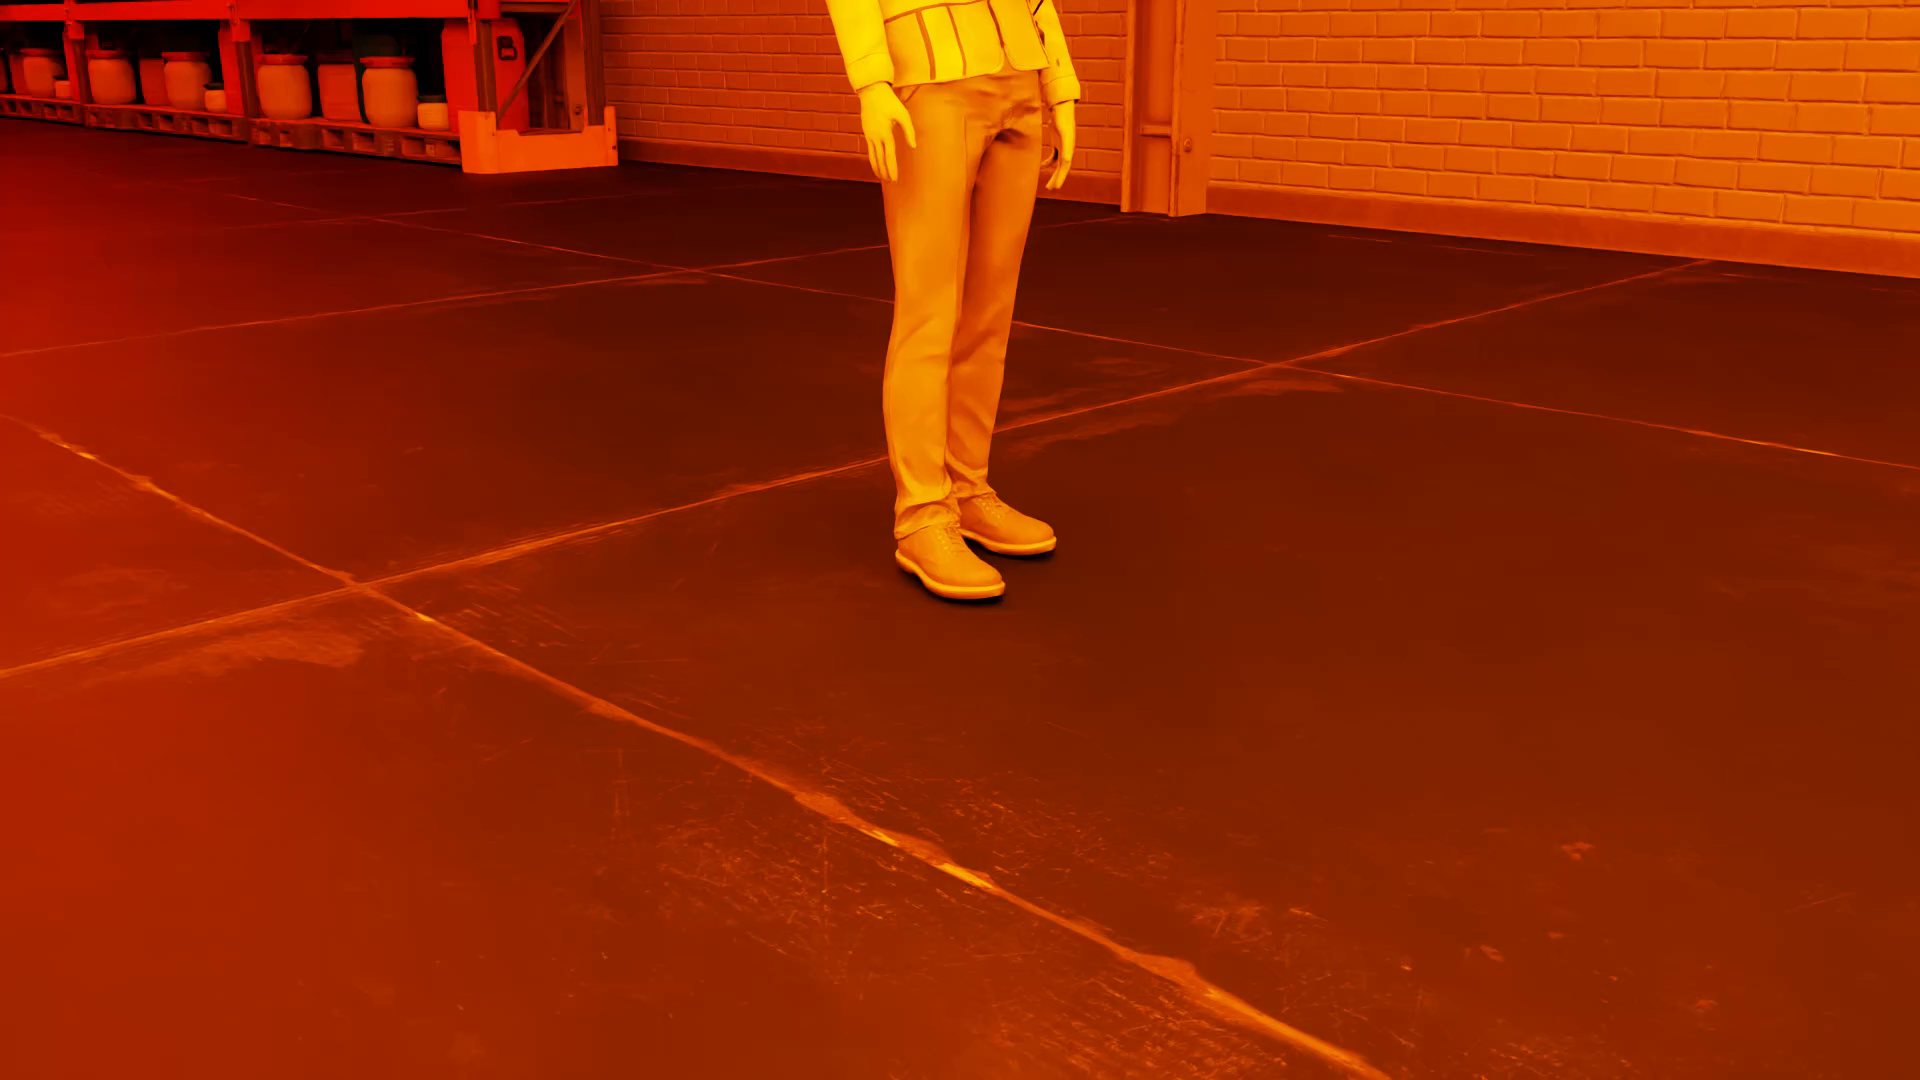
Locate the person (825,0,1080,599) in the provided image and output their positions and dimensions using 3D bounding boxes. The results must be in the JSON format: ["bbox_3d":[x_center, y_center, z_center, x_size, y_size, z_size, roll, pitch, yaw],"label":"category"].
[{"bbox_3d":[0.044,-0.801,3.092,0.530,1.694,0.586,16,23,42],"label":"person"}]
